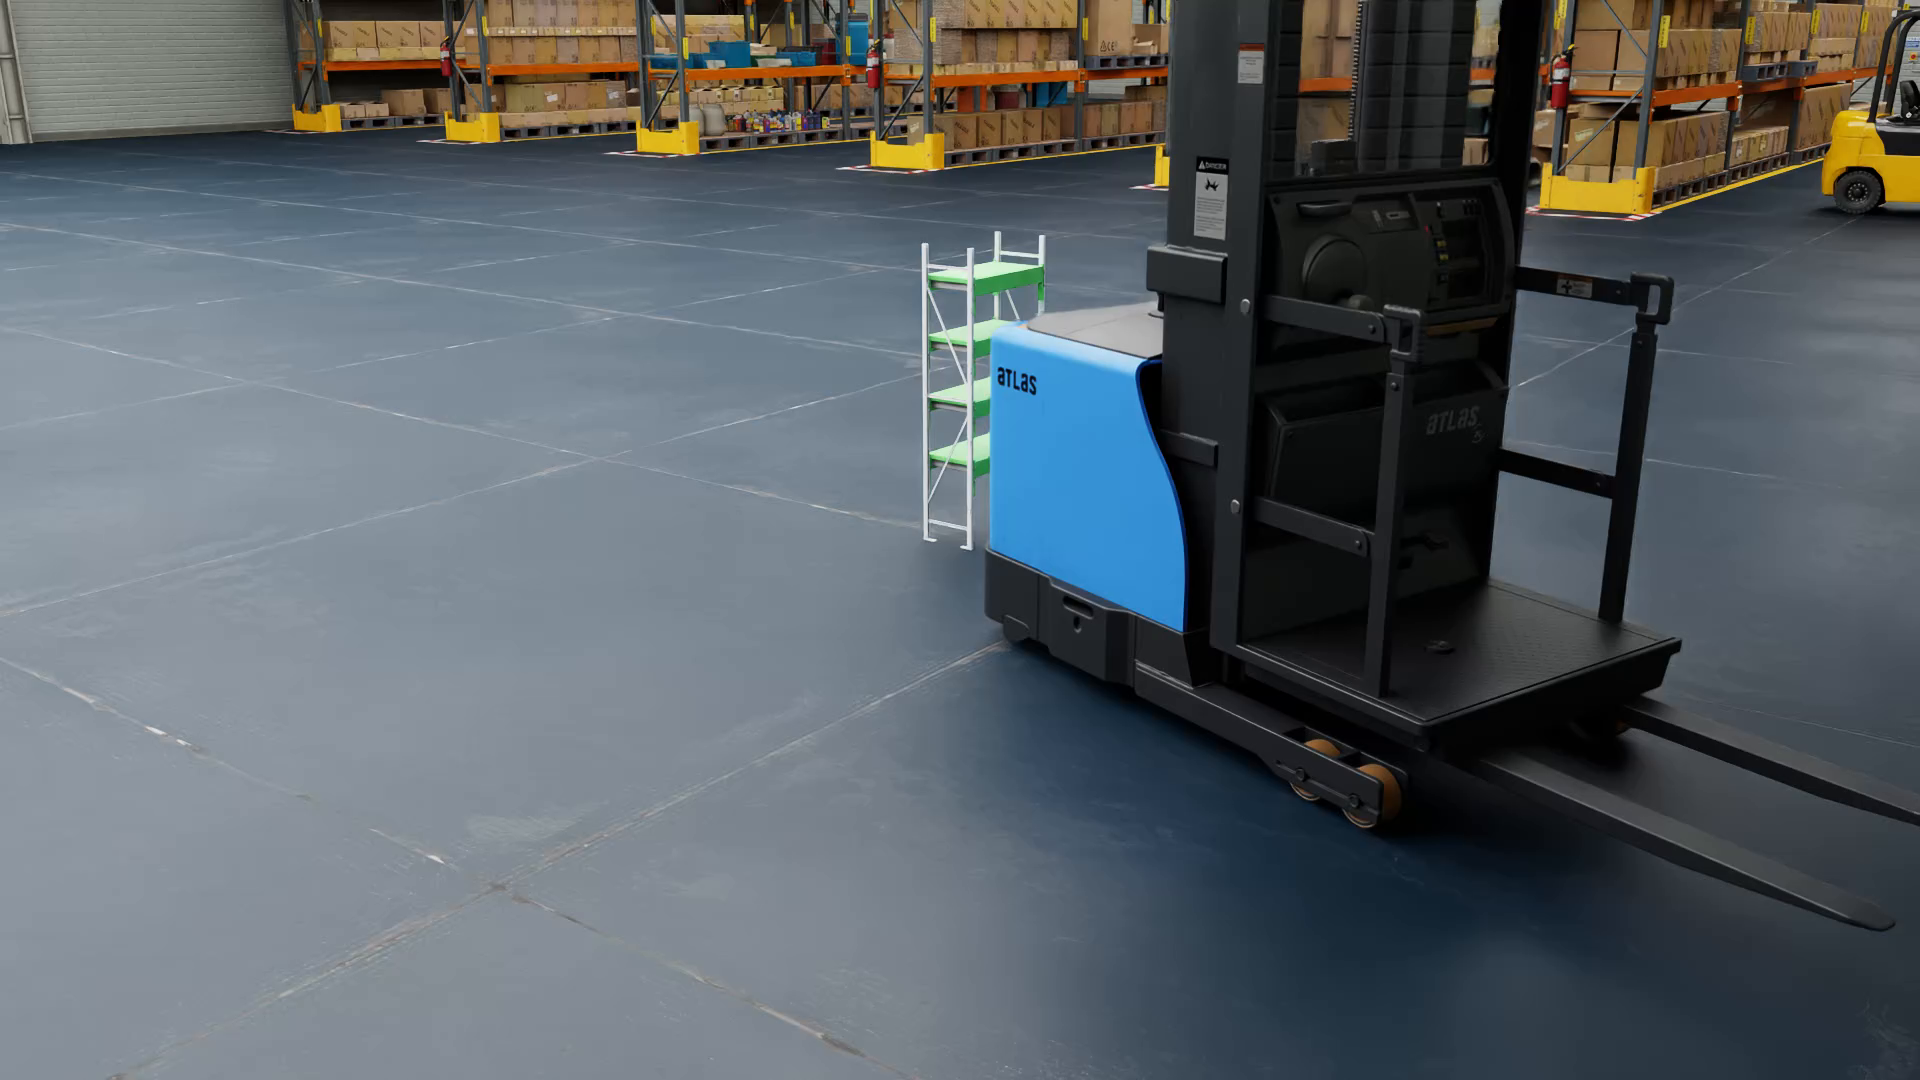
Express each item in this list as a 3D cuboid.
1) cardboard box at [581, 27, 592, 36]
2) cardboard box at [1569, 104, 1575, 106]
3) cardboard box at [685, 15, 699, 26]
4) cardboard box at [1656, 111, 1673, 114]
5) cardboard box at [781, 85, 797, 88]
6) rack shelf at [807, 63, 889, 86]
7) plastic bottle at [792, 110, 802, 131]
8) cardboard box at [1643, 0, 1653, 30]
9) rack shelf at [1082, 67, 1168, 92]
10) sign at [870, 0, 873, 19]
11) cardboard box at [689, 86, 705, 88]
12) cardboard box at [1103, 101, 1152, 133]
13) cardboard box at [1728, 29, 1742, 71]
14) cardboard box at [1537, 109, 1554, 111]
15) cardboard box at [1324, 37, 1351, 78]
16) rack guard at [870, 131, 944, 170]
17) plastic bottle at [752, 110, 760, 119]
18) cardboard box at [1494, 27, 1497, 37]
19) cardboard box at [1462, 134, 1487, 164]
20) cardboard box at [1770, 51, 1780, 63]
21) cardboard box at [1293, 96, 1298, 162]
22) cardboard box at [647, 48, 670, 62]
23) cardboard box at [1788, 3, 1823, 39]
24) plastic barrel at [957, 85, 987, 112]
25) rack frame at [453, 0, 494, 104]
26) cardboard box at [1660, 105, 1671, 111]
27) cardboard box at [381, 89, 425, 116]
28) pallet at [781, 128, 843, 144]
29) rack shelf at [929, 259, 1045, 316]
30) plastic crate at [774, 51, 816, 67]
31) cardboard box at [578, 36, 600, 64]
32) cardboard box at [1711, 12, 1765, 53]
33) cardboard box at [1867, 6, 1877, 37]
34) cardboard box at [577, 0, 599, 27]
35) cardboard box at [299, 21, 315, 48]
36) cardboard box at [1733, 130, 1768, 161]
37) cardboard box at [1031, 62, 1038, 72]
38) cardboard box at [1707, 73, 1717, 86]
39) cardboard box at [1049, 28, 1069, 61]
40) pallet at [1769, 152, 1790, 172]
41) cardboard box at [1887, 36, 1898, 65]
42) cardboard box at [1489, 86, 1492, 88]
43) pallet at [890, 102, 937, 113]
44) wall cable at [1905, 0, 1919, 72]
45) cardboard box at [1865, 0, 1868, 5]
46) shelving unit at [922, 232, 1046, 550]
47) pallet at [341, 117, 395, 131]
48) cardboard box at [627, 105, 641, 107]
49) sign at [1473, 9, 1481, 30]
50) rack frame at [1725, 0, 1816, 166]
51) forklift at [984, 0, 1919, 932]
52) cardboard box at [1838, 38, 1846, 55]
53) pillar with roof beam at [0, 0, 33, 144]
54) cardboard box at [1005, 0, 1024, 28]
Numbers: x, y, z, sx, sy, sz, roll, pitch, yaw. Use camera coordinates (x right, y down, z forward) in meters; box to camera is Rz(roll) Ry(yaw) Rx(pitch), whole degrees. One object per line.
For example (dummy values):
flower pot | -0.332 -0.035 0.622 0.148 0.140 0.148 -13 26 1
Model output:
cardboard box | -7.140 -9.562 31.267 0.380 0.149 0.250 13 22 36
cardboard box | 11.575 -8.399 31.880 0.380 0.149 0.250 13 21 35
cardboard box | -6.598 -12.427 39.787 0.500 0.250 0.500 12 21 34
cardboard box | 8.643 -5.130 20.920 0.500 0.500 0.500 13 22 37
cardboard box | -3.640 -9.843 36.905 0.500 0.500 0.500 13 22 37
rack shelf | -1.224 -8.866 31.500 1.077 0.370 4.000 12 21 35
plastic bottle | -2.875 -7.351 29.134 0.144 0.351 0.185 12 21 34
cardboard box | 7.574 -6.101 19.027 0.700 0.500 0.500 13 21 35
rack shelf | 2.753 -7.991 28.682 1.077 0.370 4.000 12 21 35
sign | -1.255 -7.712 24.086 0.100 0.325 0.005 12 21 35
cardboard box | -5.474 -9.274 34.585 0.500 0.311 0.500 12 21 34
cardboard box | 2.909 -7.393 29.018 0.700 0.500 0.500 15 23 39
cardboard box | 9.455 -6.147 20.861 0.500 0.500 0.500 12 21 33
cardboard box | 10.725 -7.874 30.690 0.380 0.149 0.250 14 22 37
cardboard box | 4.965 -6.804 23.395 0.875 0.550 0.550 12 21 35
rack guard | -0.776 -5.730 24.402 1.175 0.500 0.348 12 21 35
plastic bottle | -3.596 -7.413 29.333 0.144 0.351 0.185 12 21 34
cardboard box | 8.925 -8.601 28.145 0.380 0.149 0.250 14 22 37
cardboard box | 6.701 -5.117 22.194 0.797 0.637 0.503 12 21 35
cardboard box | 10.902 -6.569 22.605 0.380 0.149 0.250 13 22 37
cardboard box | 3.975 -5.574 22.560 0.875 0.875 0.875 12 21 34
cardboard box | -6.134 -9.663 33.106 0.500 0.250 0.500 14 22 38
cardboard box | 12.394 -7.659 24.546 0.500 0.500 0.500 12 21 33
plastic barrel | 0.245 -8.970 33.572 0.600 0.830 0.708 12 21 35
rack frame | -10.372 -10.484 35.497 1.000 3.000 0.127 12 21 35
cardboard box | 8.829 -5.550 21.180 0.380 0.149 0.250 13 21 35
cardboard box | -11.454 -8.998 34.186 0.700 0.500 0.500 11 20 31
pallet | -2.850 -7.249 29.782 1.003 0.211 1.213 12 21 35
rack shelf | 0.099 -1.010 6.620 0.258 0.148 0.480 12 21 35
plastic crate | -2.857 -8.351 28.878 0.499 0.251 0.616 12 21 35
cardboard box | -7.262 -9.305 31.532 0.700 0.500 0.500 13 21 35
cardboard box | 10.030 -6.558 21.477 0.500 0.500 0.500 13 22 36
cardboard box | 15.071 -8.727 27.986 0.500 0.500 0.500 12 21 34
cardboard box | -7.250 -9.930 31.358 0.700 0.500 0.500 12 21 35
cardboard box | -12.646 -9.977 32.820 0.500 0.500 0.500 12 21 34
cardboard box | 10.670 -5.516 23.221 0.950 0.372 0.625 13 22 36
cardboard box | 1.002 -7.413 26.031 0.380 0.149 0.250 12 21 35
cardboard box | 8.971 -5.614 20.238 0.380 0.149 0.250 12 21 34
cardboard box | 1.244 -7.952 26.672 0.875 0.500 0.500 12 21 35
pallet | 11.437 -5.542 24.285 1.003 0.211 1.213 12 21 35
cardboard box | 16.596 -8.851 30.071 0.500 0.500 0.500 13 21 35
cardboard box | 9.390 -7.757 28.959 0.500 0.250 0.500 11 21 32
pallet | -1.215 -10.347 39.757 1.003 0.211 1.213 12 21 35
wall cable | 20.011 -10.812 34.789 0.585 1.953 0.123 12 21 35
cardboard box | 14.823 -8.941 27.579 0.380 0.149 0.250 13 21 35
shelving unit | 0.099 -0.612 6.744 0.258 1.200 0.503 12 21 35
pallet | -12.198 -8.405 33.504 1.003 0.211 1.213 12 21 35
cardboard box | -6.378 -8.647 33.510 0.500 0.250 0.500 12 21 34
sign | 8.316 -8.366 26.724 0.100 0.325 0.005 12 21 35
rack frame | 11.904 -7.060 24.470 1.000 3.000 0.127 12 21 35
forklift | 1.330 -0.805 4.446 1.130 2.935 3.031 -11 21 -33
cardboard box | 13.624 -7.787 26.221 0.500 0.250 0.500 13 22 36
pillar with roof beam | -13.151 -10.526 25.517 9.100 9.000 0.400 12 21 35
cardboard box | 0.618 -8.013 25.184 0.500 0.500 0.500 12 21 35
